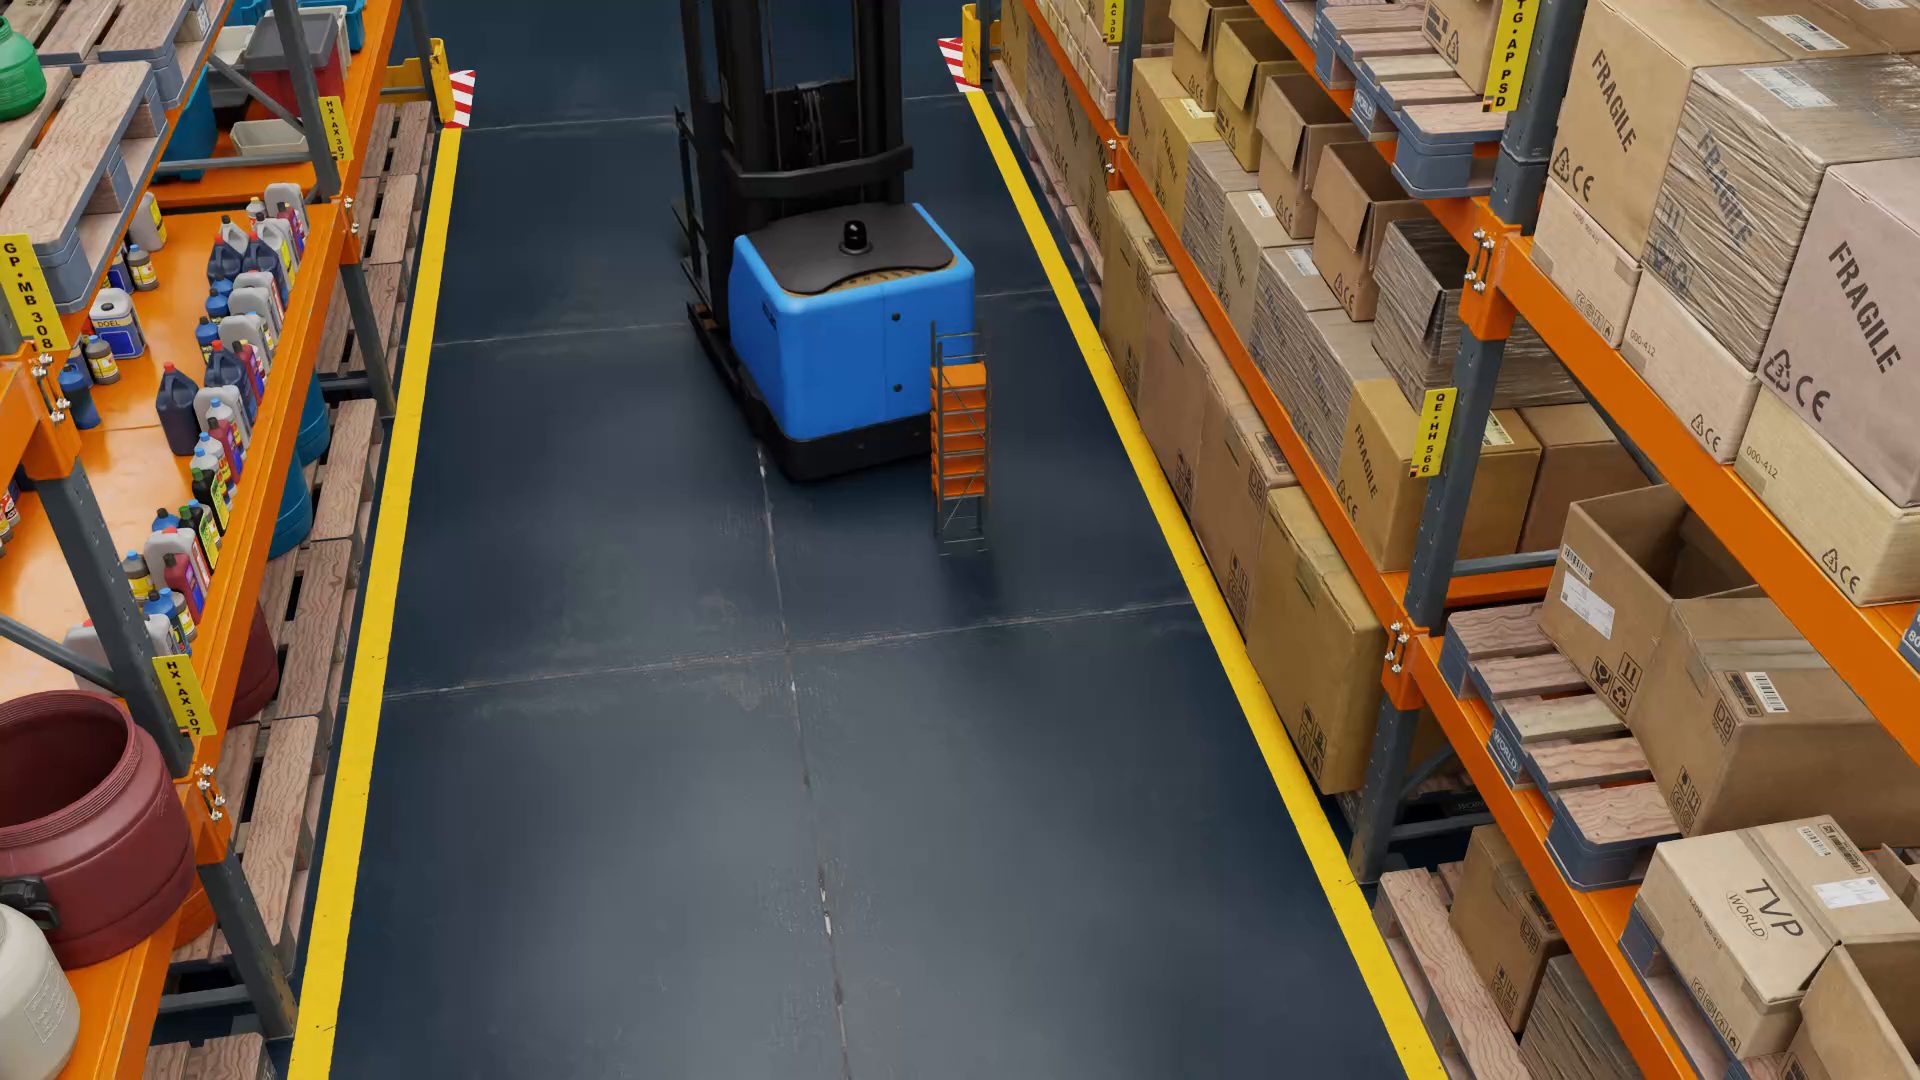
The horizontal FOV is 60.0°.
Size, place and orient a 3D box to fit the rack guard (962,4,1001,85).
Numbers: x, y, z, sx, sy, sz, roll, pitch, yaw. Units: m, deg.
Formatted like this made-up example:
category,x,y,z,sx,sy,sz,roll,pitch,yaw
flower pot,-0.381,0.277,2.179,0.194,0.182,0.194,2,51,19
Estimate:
category,x,y,z,sx,sy,sz,roll,pitch,yaw
rack guard,0.614,-3.796,12.628,1.175,0.500,0.348,-6,38,-8

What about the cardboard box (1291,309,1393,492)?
category,x,y,z,sx,sy,sz,roll,pitch,yaw
cardboard box,1.609,-0.549,6.330,0.500,0.500,0.500,-7,38,-8

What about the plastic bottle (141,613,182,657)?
category,x,y,z,sx,sy,sz,roll,pitch,yaw
plastic bottle,-2.613,0.349,5.356,0.152,0.276,0.135,-6,38,-8

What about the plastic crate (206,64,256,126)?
category,x,y,z,sx,sy,sz,roll,pitch,yaw
plastic crate,-4.017,-2.382,8.946,0.437,0.125,0.590,-6,38,-8

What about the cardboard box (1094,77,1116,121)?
category,x,y,z,sx,sy,sz,roll,pitch,yaw
cardboard box,0.944,-2.402,9.001,0.380,0.149,0.250,-6,38,-8

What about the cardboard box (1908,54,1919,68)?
category,x,y,z,sx,sy,sz,roll,pitch,yaw
cardboard box,2.451,-0.788,3.785,0.500,0.500,0.500,-6,38,-8

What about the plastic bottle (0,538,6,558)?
category,x,y,z,sx,sy,sz,roll,pitch,yaw
plastic bottle,-3.474,-0.028,5.904,0.097,0.201,0.097,0,38,0

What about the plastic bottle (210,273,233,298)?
category,x,y,z,sx,sy,sz,roll,pitch,yaw
plastic bottle,-3.136,-1.015,7.117,0.097,0.271,0.097,0,38,0

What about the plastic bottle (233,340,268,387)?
category,x,y,z,sx,sy,sz,roll,pitch,yaw
plastic bottle,-2.905,-0.724,6.799,0.097,0.201,0.097,0,38,0

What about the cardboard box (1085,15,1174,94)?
category,x,y,z,sx,sy,sz,roll,pitch,yaw
cardboard box,0.984,-2.649,8.994,0.500,0.250,0.500,-7,38,-9

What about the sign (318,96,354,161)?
category,x,y,z,sx,sy,sz,roll,pitch,yaw
sign,-3.015,-1.987,8.037,0.100,0.325,0.005,-6,38,-8

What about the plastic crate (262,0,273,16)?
category,x,y,z,sx,sy,sz,roll,pitch,yaw
plastic crate,-4.308,-3.213,9.929,0.416,0.233,0.300,-6,38,-8

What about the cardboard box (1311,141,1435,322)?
category,x,y,z,sx,sy,sz,roll,pitch,yaw
cardboard box,1.797,-1.209,6.362,0.797,0.503,0.637,-5,38,-7

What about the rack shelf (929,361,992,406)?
category,x,y,z,sx,sy,sz,roll,pitch,yaw
rack shelf,0.003,-0.714,7.577,0.258,0.103,0.180,-6,38,-8

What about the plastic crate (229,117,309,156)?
category,x,y,z,sx,sy,sz,roll,pitch,yaw
plastic crate,-3.498,-2.036,8.491,0.396,0.136,0.243,-6,38,-8

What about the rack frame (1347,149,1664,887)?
category,x,y,z,sx,sy,sz,roll,pitch,yaw
rack frame,2.021,0.064,5.623,1.000,3.000,0.127,-6,38,-8

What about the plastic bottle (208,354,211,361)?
category,x,y,z,sx,sy,sz,roll,pitch,yaw
plastic bottle,-2.942,-0.665,6.665,0.097,0.271,0.097,0,38,0

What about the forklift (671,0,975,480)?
category,x,y,z,sx,sy,sz,roll,pitch,yaw
forklift,-0.944,-2.364,8.804,1.130,2.935,3.031,-14,40,-18

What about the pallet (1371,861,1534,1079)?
category,x,y,z,sx,sy,sz,roll,pitch,yaw
pallet,2.156,1.637,5.871,1.003,0.211,1.213,-6,38,-8

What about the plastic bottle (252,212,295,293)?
category,x,y,z,sx,sy,sz,roll,pitch,yaw
plastic bottle,-3.073,-1.280,7.393,0.144,0.351,0.185,-6,38,-8

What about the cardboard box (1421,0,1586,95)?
category,x,y,z,sx,sy,sz,roll,pitch,yaw
cardboard box,1.843,-1.688,5.006,0.797,0.503,0.637,-4,38,-5

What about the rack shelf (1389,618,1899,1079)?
category,x,y,z,sx,sy,sz,roll,pitch,yaw
rack shelf,2.371,1.556,4.289,1.077,0.370,4.000,-6,38,-8

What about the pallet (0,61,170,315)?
category,x,y,z,sx,sy,sz,roll,pitch,yaw
pallet,-2.893,-0.986,4.683,1.003,0.211,1.213,-6,38,-8

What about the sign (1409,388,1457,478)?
category,x,y,z,sx,sy,sz,roll,pitch,yaw
sign,1.475,-0.332,5.188,0.100,0.325,0.005,-6,38,-8

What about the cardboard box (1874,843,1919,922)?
category,x,y,z,sx,sy,sz,roll,pitch,yaw
cardboard box,2.579,0.929,4.276,0.396,0.266,0.258,-7,38,-9

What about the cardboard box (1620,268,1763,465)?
category,x,y,z,sx,sy,sz,roll,pitch,yaw
cardboard box,1.942,-0.440,3.949,0.500,0.250,0.500,-5,38,-7

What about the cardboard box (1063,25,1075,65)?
category,x,y,z,sx,sy,sz,roll,pitch,yaw
cardboard box,0.808,-2.868,9.601,0.380,0.149,0.250,-6,38,-7

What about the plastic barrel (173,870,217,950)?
category,x,y,z,sx,sy,sz,roll,pitch,yaw
plastic barrel,-2.958,0.994,5.852,0.600,0.830,0.708,-6,38,-8

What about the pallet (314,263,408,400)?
category,x,y,z,sx,sy,sz,roll,pitch,yaw
pallet,-3.724,-1.158,9.469,1.003,0.211,1.213,-6,38,-8

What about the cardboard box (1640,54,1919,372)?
category,x,y,z,sx,sy,sz,roll,pitch,yaw
cardboard box,1.935,-0.739,3.723,0.500,0.500,0.500,-6,38,-8

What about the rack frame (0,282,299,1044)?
category,x,y,z,sx,sy,sz,roll,pitch,yaw
rack frame,-2.855,0.597,4.937,1.000,3.000,0.127,-6,38,-8

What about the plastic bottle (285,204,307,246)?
category,x,y,z,sx,sy,sz,roll,pitch,yaw
plastic bottle,-3.122,-1.471,7.760,0.097,0.201,0.097,0,38,0

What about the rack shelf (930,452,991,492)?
category,x,y,z,sx,sy,sz,roll,pitch,yaw
rack shelf,0.003,-0.335,7.871,0.258,0.103,0.180,-6,38,-8

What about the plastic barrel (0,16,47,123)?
category,x,y,z,sx,sy,sz,roll,pitch,yaw
plastic barrel,-2.815,-1.357,4.791,0.294,0.245,0.294,0,38,0

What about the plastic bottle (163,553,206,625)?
category,x,y,z,sx,sy,sz,roll,pitch,yaw
plastic bottle,-2.626,0.143,5.616,0.061,0.283,0.133,-6,38,-8

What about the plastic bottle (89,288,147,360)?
category,x,y,z,sx,sy,sz,roll,pitch,yaw
plastic bottle,-3.539,-0.907,6.974,0.152,0.276,0.135,-6,38,-8

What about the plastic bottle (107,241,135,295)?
category,x,y,z,sx,sy,sz,roll,pitch,yaw
plastic bottle,-3.787,-1.229,7.388,0.152,0.276,0.135,-6,38,-8

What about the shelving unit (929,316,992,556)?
category,x,y,z,sx,sy,sz,roll,pitch,yaw
shelving unit,0.003,-0.465,7.771,0.258,1.200,0.189,-6,38,-8

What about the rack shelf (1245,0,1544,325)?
category,x,y,z,sx,sy,sz,roll,pitch,yaw
rack shelf,1.670,-2.045,6.478,1.077,0.370,4.000,-6,38,-8

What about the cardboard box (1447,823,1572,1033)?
category,x,y,z,sx,sy,sz,roll,pitch,yaw
cardboard box,2.158,1.280,5.737,0.700,0.500,0.500,-8,39,-10

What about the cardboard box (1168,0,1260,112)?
category,x,y,z,sx,sy,sz,roll,pitch,yaw
cardboard box,1.440,-2.403,7.899,0.797,0.503,0.637,-7,38,-9

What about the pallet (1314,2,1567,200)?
category,x,y,z,sx,sy,sz,roll,pitch,yaw
pallet,1.856,-1.429,5.254,1.213,0.211,1.003,-5,38,-6

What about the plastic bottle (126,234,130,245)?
category,x,y,z,sx,sy,sz,roll,pitch,yaw
plastic bottle,-3.912,-1.506,7.739,0.061,0.283,0.133,-6,38,-8

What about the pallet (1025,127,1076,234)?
category,x,y,z,sx,sy,sz,roll,pitch,yaw
pallet,1.046,-2.457,11.141,1.003,0.211,1.213,-6,38,-8

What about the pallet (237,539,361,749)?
category,x,y,z,sx,sy,sz,roll,pitch,yaw
pallet,-3.245,0.491,7.346,1.003,0.211,1.213,-6,38,-8

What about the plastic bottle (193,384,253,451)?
category,x,y,z,sx,sy,sz,roll,pitch,yaw
plastic bottle,-2.856,-0.488,6.435,0.152,0.276,0.135,-6,38,-8

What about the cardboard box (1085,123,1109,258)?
category,x,y,z,sx,sy,sz,roll,pitch,yaw
cardboard box,1.283,-2.086,9.780,0.875,0.875,0.875,-6,38,-8

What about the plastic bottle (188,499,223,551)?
category,x,y,z,sx,sy,sz,roll,pitch,yaw
plastic bottle,-2.711,-0.054,5.937,0.097,0.201,0.097,0,38,0

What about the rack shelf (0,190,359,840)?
category,x,y,z,sx,sy,sz,roll,pitch,yaw
rack shelf,-3.206,-0.327,6.713,1.077,0.370,4.000,-6,38,-8

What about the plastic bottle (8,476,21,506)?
category,x,y,z,sx,sy,sz,roll,pitch,yaw
plastic bottle,-3.547,-0.246,6.117,0.061,0.283,0.133,-6,38,-8

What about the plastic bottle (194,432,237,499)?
category,x,y,z,sx,sy,sz,roll,pitch,yaw
plastic bottle,-2.768,-0.280,6.170,0.097,0.271,0.097,0,38,0

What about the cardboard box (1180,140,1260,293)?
category,x,y,z,sx,sy,sz,roll,pitch,yaw
cardboard box,1.330,-1.481,7.530,0.500,0.500,0.500,-7,38,-9

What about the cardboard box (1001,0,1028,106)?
category,x,y,z,sx,sy,sz,roll,pitch,yaw
cardboard box,0.809,-3.717,11.879,0.875,0.875,0.875,-6,38,-8

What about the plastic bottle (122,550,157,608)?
category,x,y,z,sx,sy,sz,roll,pitch,yaw
plastic bottle,-2.814,0.124,5.707,0.097,0.201,0.097,0,38,0

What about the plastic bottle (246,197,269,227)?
category,x,y,z,sx,sy,sz,roll,pitch,yaw
plastic bottle,-3.289,-1.513,7.814,0.097,0.201,0.097,0,38,0

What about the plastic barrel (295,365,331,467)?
category,x,y,z,sx,sy,sz,roll,pitch,yaw
plastic barrel,-3.478,-0.826,8.137,0.600,0.901,0.708,-6,38,-8

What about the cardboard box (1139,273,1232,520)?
category,x,y,z,sx,sy,sz,roll,pitch,yaw
cardboard box,1.609,-0.755,8.066,1.225,0.875,0.875,-7,38,-10

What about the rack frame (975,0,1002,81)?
category,x,y,z,sx,sy,sz,roll,pitch,yaw
rack frame,0.618,-4.768,11.843,1.000,3.000,0.127,-6,38,-8

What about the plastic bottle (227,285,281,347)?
category,x,y,z,sx,sy,sz,roll,pitch,yaw
plastic bottle,-2.993,-0.961,7.043,0.152,0.276,0.135,-6,38,-8

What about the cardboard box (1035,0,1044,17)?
category,x,y,z,sx,sy,sz,roll,pitch,yaw
cardboard box,0.674,-3.332,10.199,0.380,0.149,0.250,-6,38,-7
